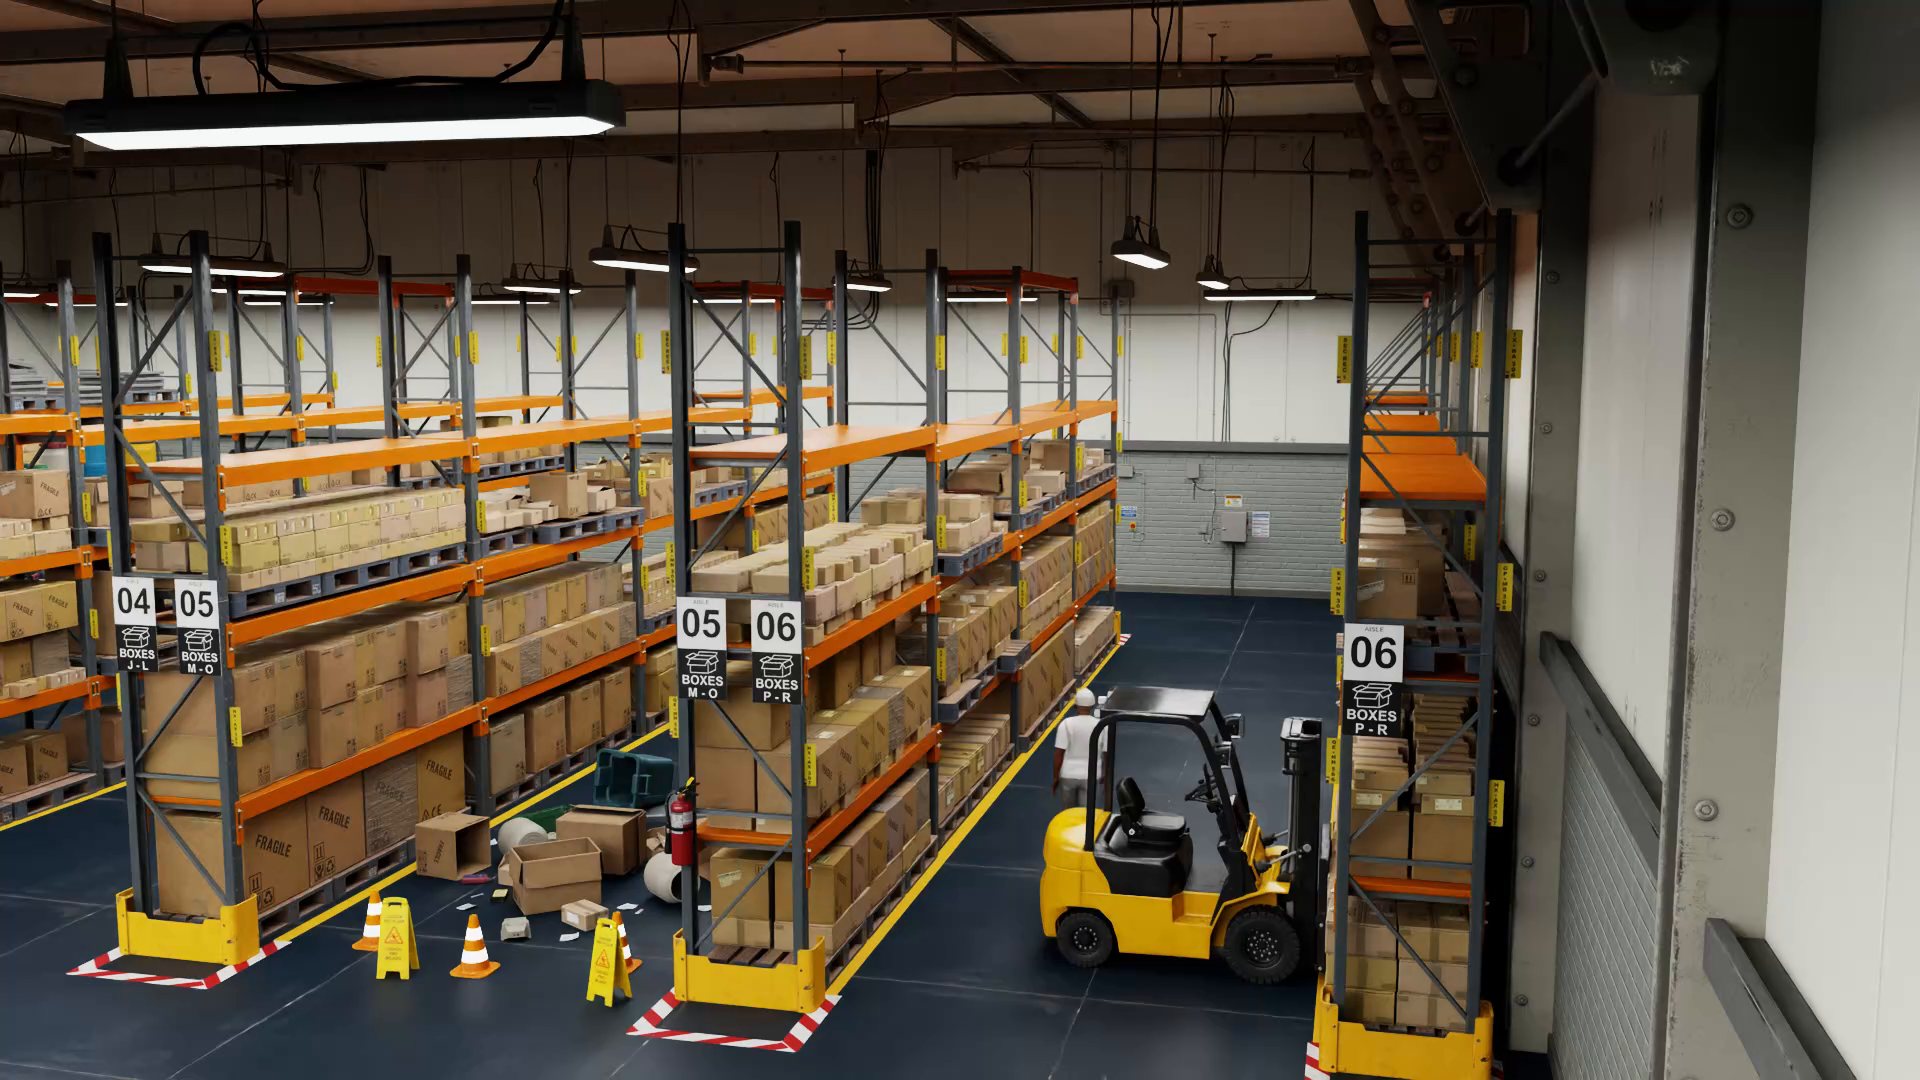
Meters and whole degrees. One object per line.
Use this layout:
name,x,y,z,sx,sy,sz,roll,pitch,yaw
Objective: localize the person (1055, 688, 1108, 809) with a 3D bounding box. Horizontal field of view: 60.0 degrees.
person,1.251,2.288,16.470,0.562,1.674,1.069,1,7,11
